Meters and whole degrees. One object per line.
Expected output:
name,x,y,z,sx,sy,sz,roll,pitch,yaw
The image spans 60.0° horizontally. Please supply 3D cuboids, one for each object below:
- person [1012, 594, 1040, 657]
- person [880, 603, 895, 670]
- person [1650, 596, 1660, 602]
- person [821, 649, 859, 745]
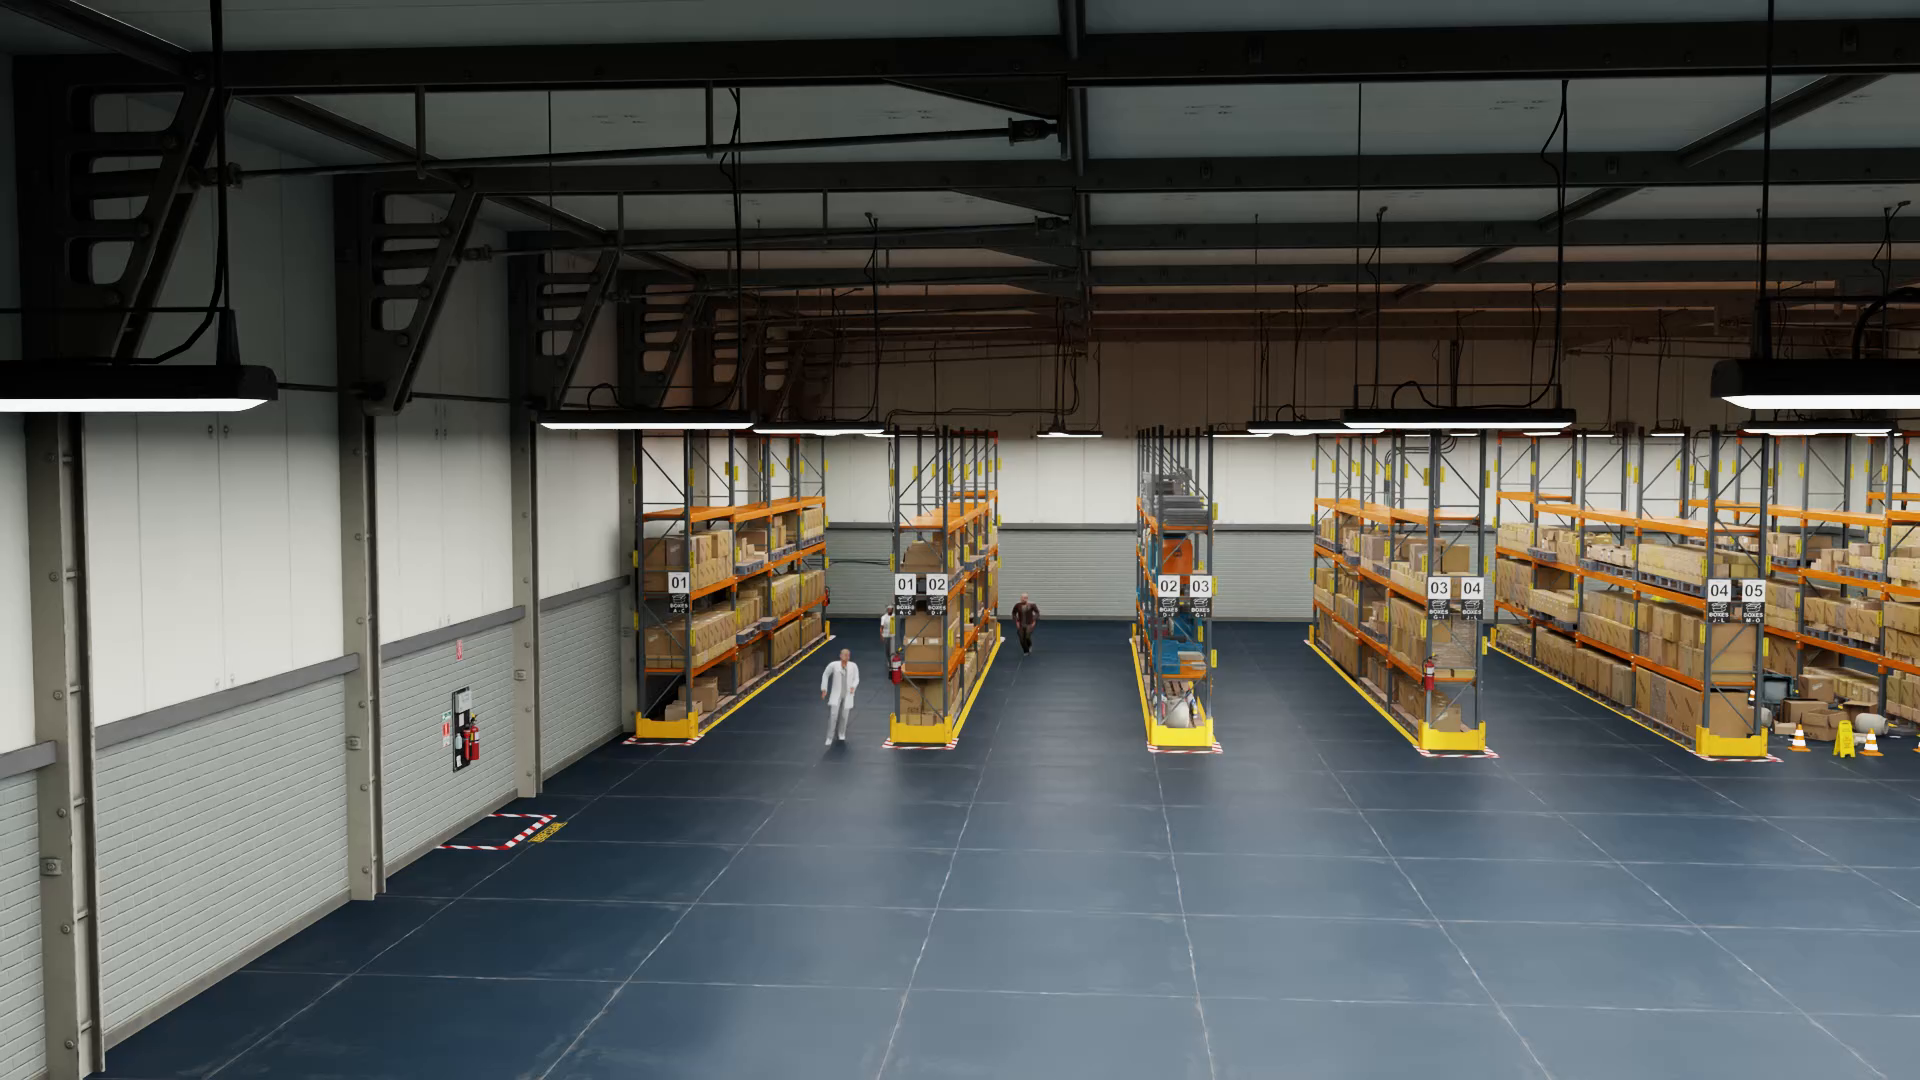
person,1.739,2.251,43.889,0.747,1.690,0.654,1,4,13
person,-1.754,2.399,41.490,0.471,1.627,1.051,0,3,3
person,17.755,2.312,42.298,0.541,1.785,0.551,-1,4,-15
person,-2.272,2.983,31.539,0.709,1.838,0.788,-1,4,-17
